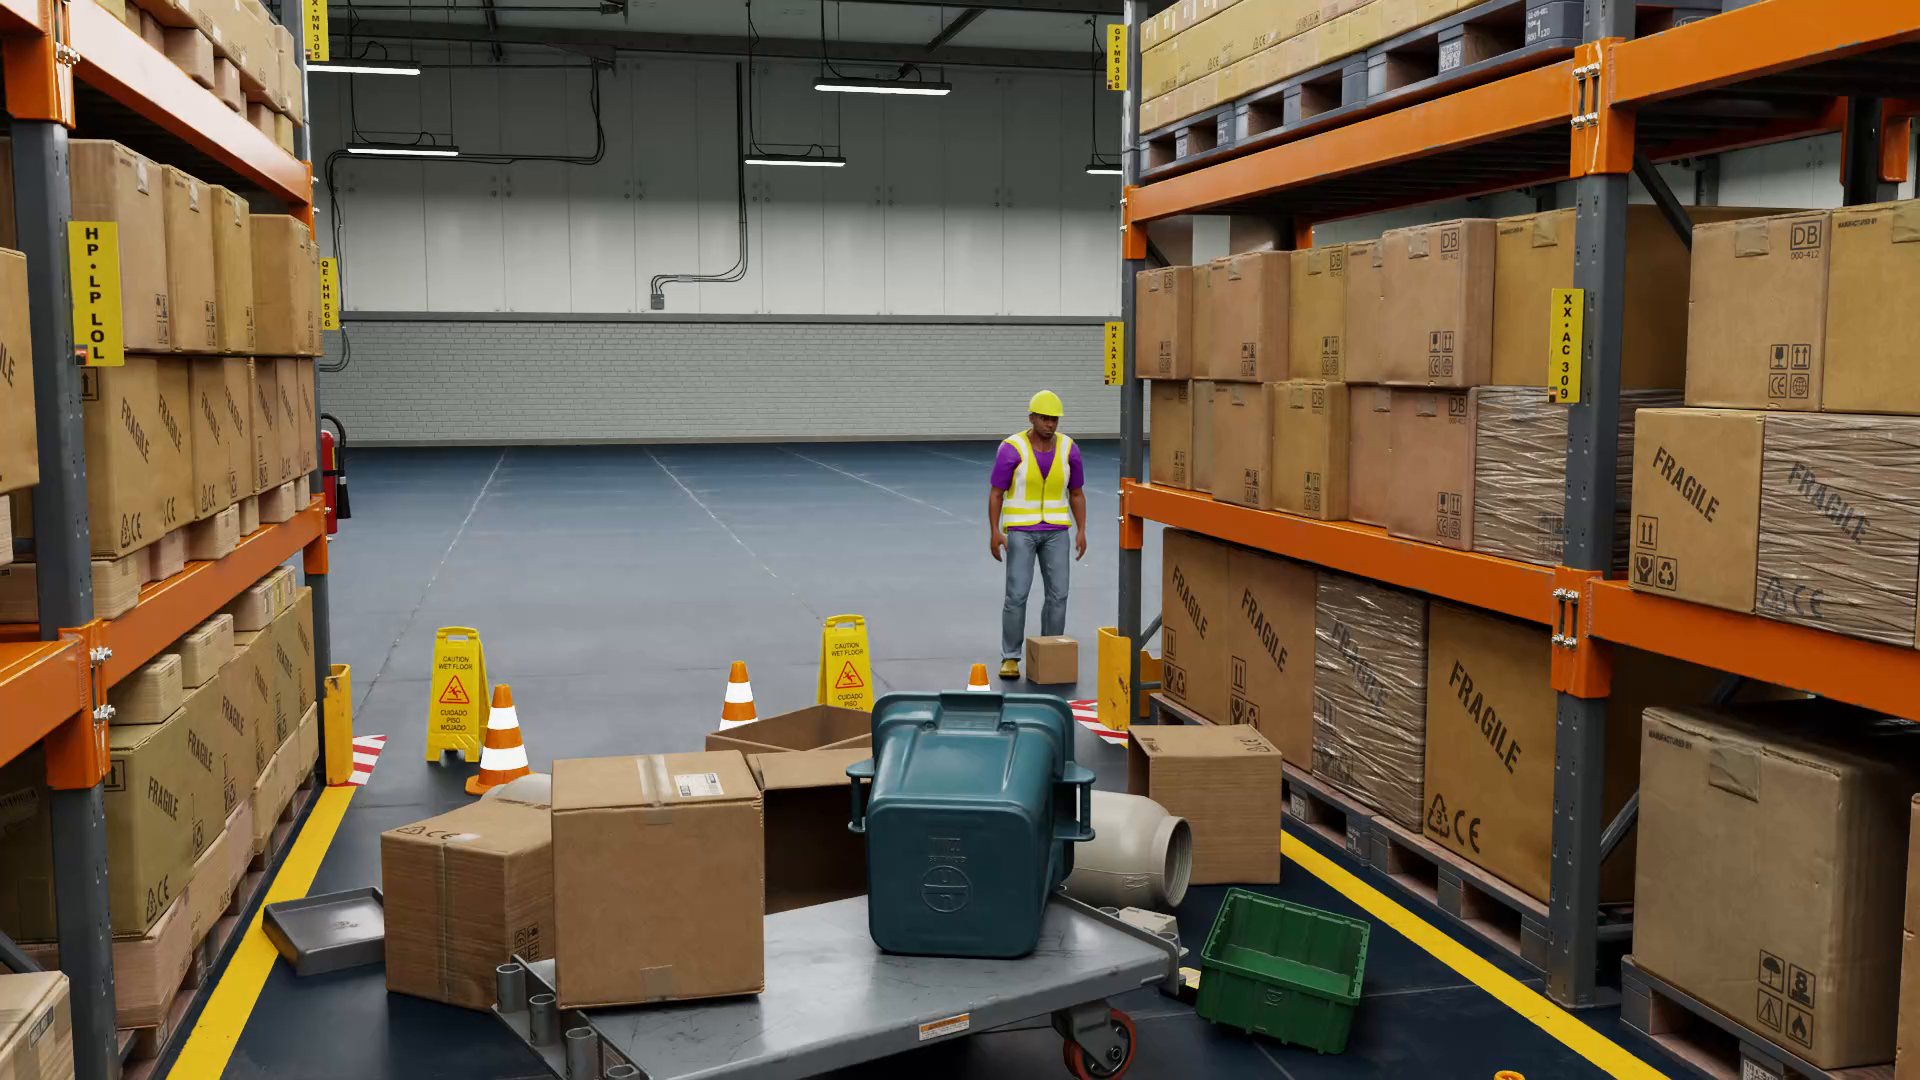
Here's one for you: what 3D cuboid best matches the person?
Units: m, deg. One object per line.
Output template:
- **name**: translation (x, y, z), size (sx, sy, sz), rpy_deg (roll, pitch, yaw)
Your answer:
- **person**: translation (0.486, -0.041, 10.272), size (0.627, 1.757, 0.460), rpy_deg (-1, 6, -13)
